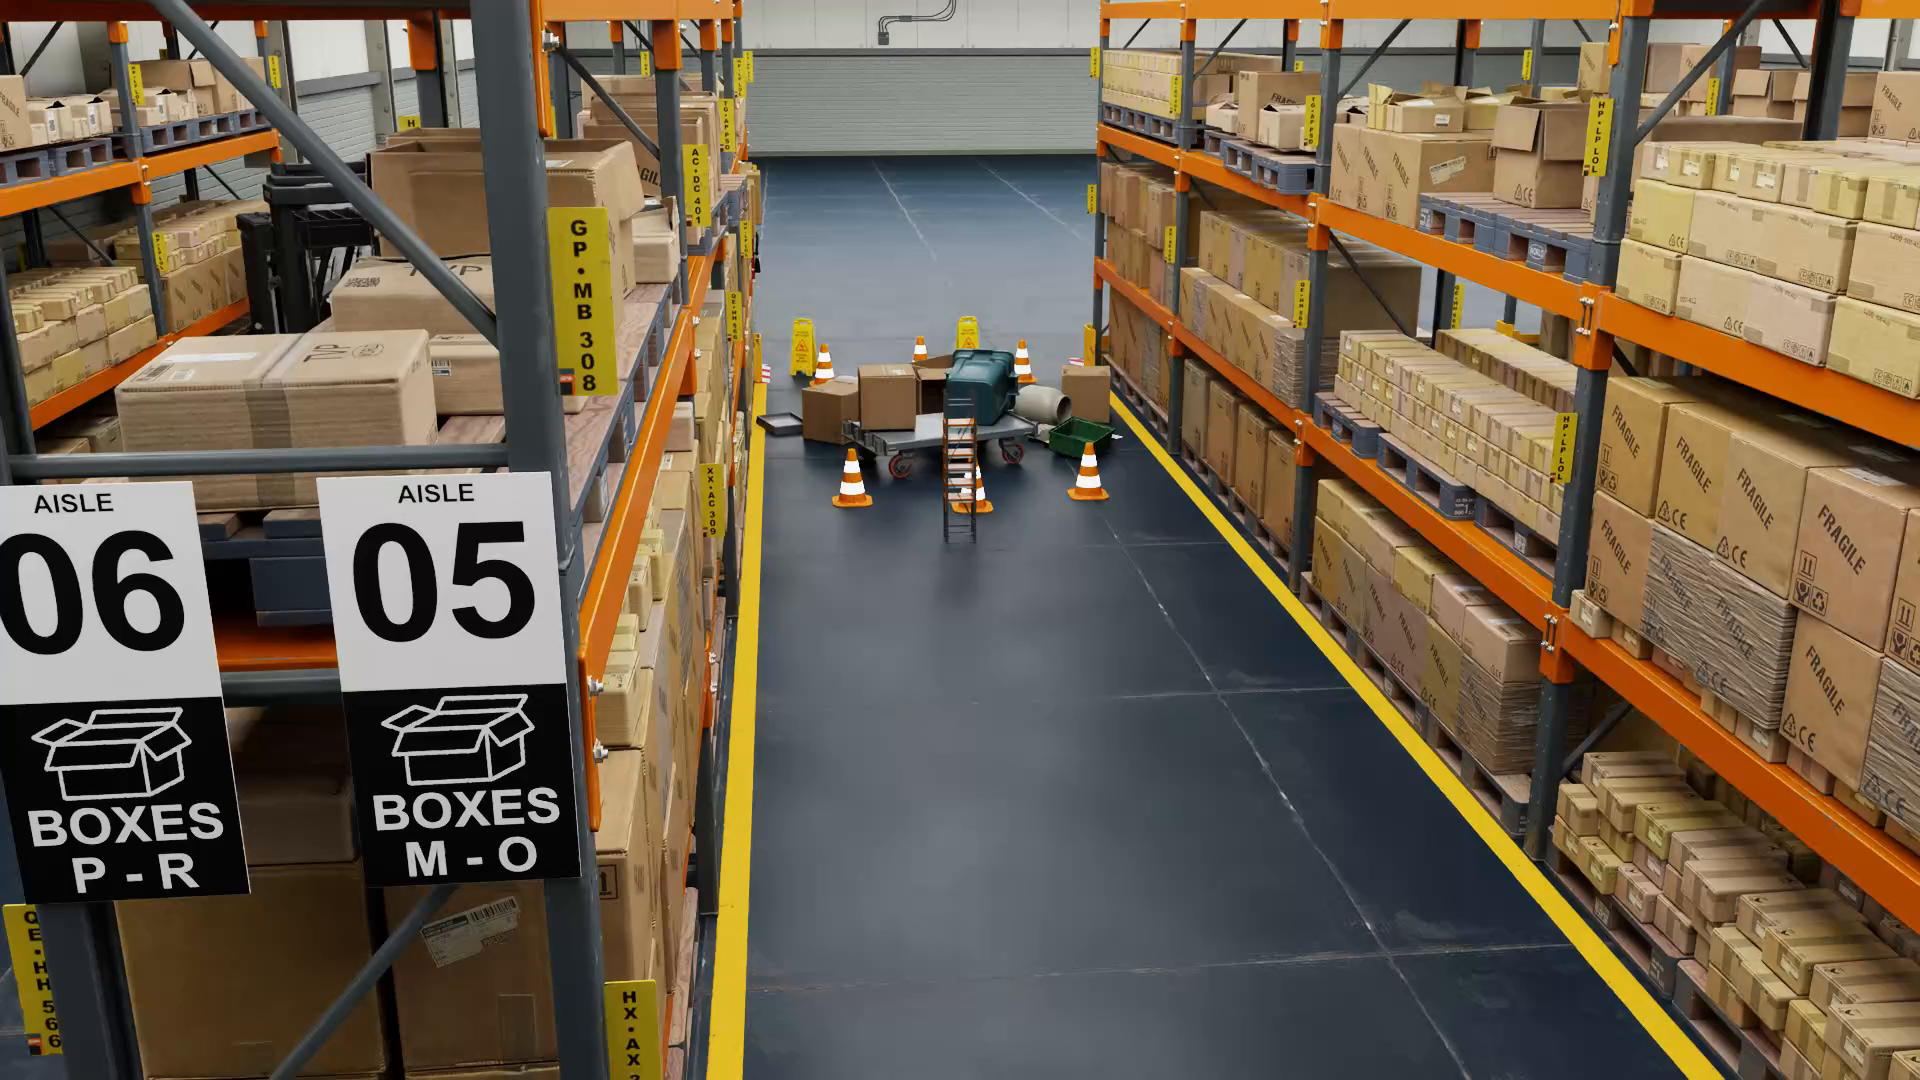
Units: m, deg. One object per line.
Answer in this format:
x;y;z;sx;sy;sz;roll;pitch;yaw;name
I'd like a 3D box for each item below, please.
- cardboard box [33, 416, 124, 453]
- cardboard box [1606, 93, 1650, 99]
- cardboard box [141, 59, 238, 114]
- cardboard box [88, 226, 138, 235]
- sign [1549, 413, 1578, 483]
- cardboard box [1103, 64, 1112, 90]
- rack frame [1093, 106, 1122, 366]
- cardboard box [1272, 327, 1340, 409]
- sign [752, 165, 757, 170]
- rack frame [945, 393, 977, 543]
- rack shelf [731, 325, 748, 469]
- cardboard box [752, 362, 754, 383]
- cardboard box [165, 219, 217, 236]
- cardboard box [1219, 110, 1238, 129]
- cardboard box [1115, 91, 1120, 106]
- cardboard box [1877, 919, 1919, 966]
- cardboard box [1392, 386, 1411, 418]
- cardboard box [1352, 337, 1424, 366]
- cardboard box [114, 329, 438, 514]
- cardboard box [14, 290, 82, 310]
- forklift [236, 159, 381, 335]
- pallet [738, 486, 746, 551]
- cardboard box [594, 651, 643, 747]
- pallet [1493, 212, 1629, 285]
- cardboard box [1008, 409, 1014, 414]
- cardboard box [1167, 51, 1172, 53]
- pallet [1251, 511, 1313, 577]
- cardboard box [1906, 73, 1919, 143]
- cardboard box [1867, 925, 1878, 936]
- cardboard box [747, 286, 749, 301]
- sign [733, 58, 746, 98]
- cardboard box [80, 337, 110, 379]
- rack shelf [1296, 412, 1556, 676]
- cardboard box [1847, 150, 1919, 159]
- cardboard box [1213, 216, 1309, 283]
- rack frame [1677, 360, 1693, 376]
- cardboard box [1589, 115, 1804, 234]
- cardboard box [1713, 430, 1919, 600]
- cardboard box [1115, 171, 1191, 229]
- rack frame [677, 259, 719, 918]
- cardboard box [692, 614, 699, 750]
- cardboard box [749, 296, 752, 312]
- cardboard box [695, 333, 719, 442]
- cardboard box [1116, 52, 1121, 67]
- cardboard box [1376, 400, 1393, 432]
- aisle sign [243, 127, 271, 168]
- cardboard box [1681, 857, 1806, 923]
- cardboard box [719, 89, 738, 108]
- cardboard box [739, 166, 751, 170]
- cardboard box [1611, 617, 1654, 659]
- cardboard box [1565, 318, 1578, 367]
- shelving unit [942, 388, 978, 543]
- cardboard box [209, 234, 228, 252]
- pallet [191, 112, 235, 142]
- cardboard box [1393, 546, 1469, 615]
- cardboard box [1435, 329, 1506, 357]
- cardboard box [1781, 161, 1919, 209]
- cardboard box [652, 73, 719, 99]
-7.241;-0.610;13.376;0.875;0.625;0.625;-2;18;-6;cardboard box
6.974;-4.581;17.337;0.380;0.149;0.250;-2;18;-6;cardboard box
-7.497;-4.415;16.190;0.700;0.500;0.500;-2;18;-5;cardboard box
-7.832;-2.819;15.402;0.380;0.149;0.250;-2;18;-7;cardboard box
2.745;-0.417;7.566;0.100;0.325;0.005;-2;18;-6;sign
1.854;-5.056;18.153;0.500;0.250;0.500;-2;18;-6;cardboard box
2.059;-3.458;19.185;1.000;3.000;0.127;-2;18;-6;rack frame
2.571;-1.249;11.979;0.500;0.500;0.500;-2;18;-6;cardboard box
-2.300;-3.990;18.417;0.100;0.325;0.005;-2;18;-6;sign
0.008;-0.550;12.924;0.240;1.200;0.006;-2;18;-6;rack frame
-2.235;-1.145;13.016;1.077;0.370;4.000;-2;18;-6;rack shelf
-2.457;-1.777;17.718;0.500;0.250;0.500;-2;18;-5;cardboard box
-7.371;-2.987;15.939;0.380;0.149;0.250;-2;18;-5;cardboard box
2.332;-3.509;13.891;0.250;0.149;0.380;-2;18;-6;cardboard box
1.855;-4.680;17.619;0.380;0.149;0.250;-2;18;-5;cardboard box
3.717;1.554;6.283;0.380;0.149;0.250;-2;18;-6;cardboard box
2.846;-0.838;10.059;0.380;0.149;0.250;-2;18;-6;cardboard box
2.770;-1.216;10.766;0.380;0.149;0.250;-2;18;-7;cardboard box
-1.340;-0.247;3.332;0.500;0.250;0.500;-3;18;-11;cardboard box
-6.961;-1.812;12.690;0.380;0.149;0.250;-2;18;-5;cardboard box
-4.930;-1.520;13.126;1.130;2.935;3.031;-11;20;-30;forklift
-2.231;-0.157;13.325;1.003;0.211;1.213;-2;18;-6;pallet
-0.976;0.386;4.020;0.380;0.149;0.250;-1;17;-4;cardboard box
3.339;-1.412;7.972;1.213;0.211;1.003;-2;18;-6;pallet
0.463;-1.417;17.249;0.396;0.266;0.258;1;17;4;cardboard box
2.456;-5.234;18.053;0.380;0.149;0.250;-2;18;-5;cardboard box
2.878;0.018;12.766;1.003;0.211;1.213;-2;18;-6;pallet
7.467;-3.202;12.360;0.500;0.500;0.500;-2;18;-6;cardboard box
3.713;1.612;6.597;0.380;0.149;0.250;-3;18;-8;cardboard box
-2.277;-2.449;16.389;0.380;0.149;0.250;-2;18;-5;cardboard box
-1.890;-3.968;14.278;0.100;0.325;0.005;-2;18;-6;sign
-6.988;-1.417;12.933;0.500;0.250;0.500;-2;18;-5;cardboard box
3.091;-0.136;9.803;1.077;0.370;4.000;-2;18;-6;rack shelf
3.706;-1.437;6.488;0.380;0.149;0.250;-2;18;-6;cardboard box
2.584;-2.490;14.266;0.700;0.500;0.500;-2;18;-7;cardboard box
7.416;-2.390;15.781;1.000;3.000;0.127;-2;18;-6;rack frame
3.367;-1.679;7.640;0.700;0.500;0.500;-2;18;-6;cardboard box
3.191;-0.103;6.164;0.500;0.500;0.500;-1;17;-5;cardboard box
2.130;-3.601;17.587;0.875;0.550;0.550;-2;18;-6;cardboard box
-1.616;0.300;7.214;1.000;3.000;0.127;-2;18;-6;rack frame
-1.256;0.536;6.296;0.500;0.500;0.500;-2;18;-7;cardboard box
-2.407;-2.493;17.665;0.380;0.149;0.250;-1;17;-4;cardboard box
-1.565;-0.819;8.942;0.500;0.500;0.500;-2;18;-7;cardboard box
1.854;-5.063;17.507;0.380;0.149;0.250;-2;17;-5;cardboard box
2.815;-0.775;10.357;0.380;0.149;0.250;-1;17;-3;cardboard box
-7.505;-4.390;17.812;0.394;0.787;0.004;-2;18;-6;aisle sign
3.165;1.415;6.728;0.380;0.149;0.250;-1;17;-4;cardboard box
-2.149;-3.879;14.606;0.380;0.149;0.250;-2;18;-7;cardboard box
-2.539;-3.646;17.449;0.700;0.500;0.500;-2;18;-5;cardboard box
3.101;0.406;7.296;0.380;0.149;0.250;-1;17;-4;cardboard box
7.147;-2.226;18.731;0.500;0.500;0.500;3;18;9;cardboard box
-0.002;-0.577;13.011;0.258;1.200;0.189;-2;18;-6;shelving unit
-7.289;-2.851;16.000;0.380;0.149;0.250;-2;18;-7;cardboard box
-7.615;-3.934;15.840;1.003;0.211;1.213;-2;18;-6;pallet
2.860;0.227;9.668;0.500;0.250;0.500;-3;18;-8;cardboard box
3.391;-1.307;11.059;0.380;0.149;0.250;-2;18;-8;cardboard box
3.192;-1.267;5.947;0.380;0.149;0.250;-2;18;-7;cardboard box
-2.255;-3.713;13.704;0.500;0.250;0.500;-1;17;-4;cardboard box
